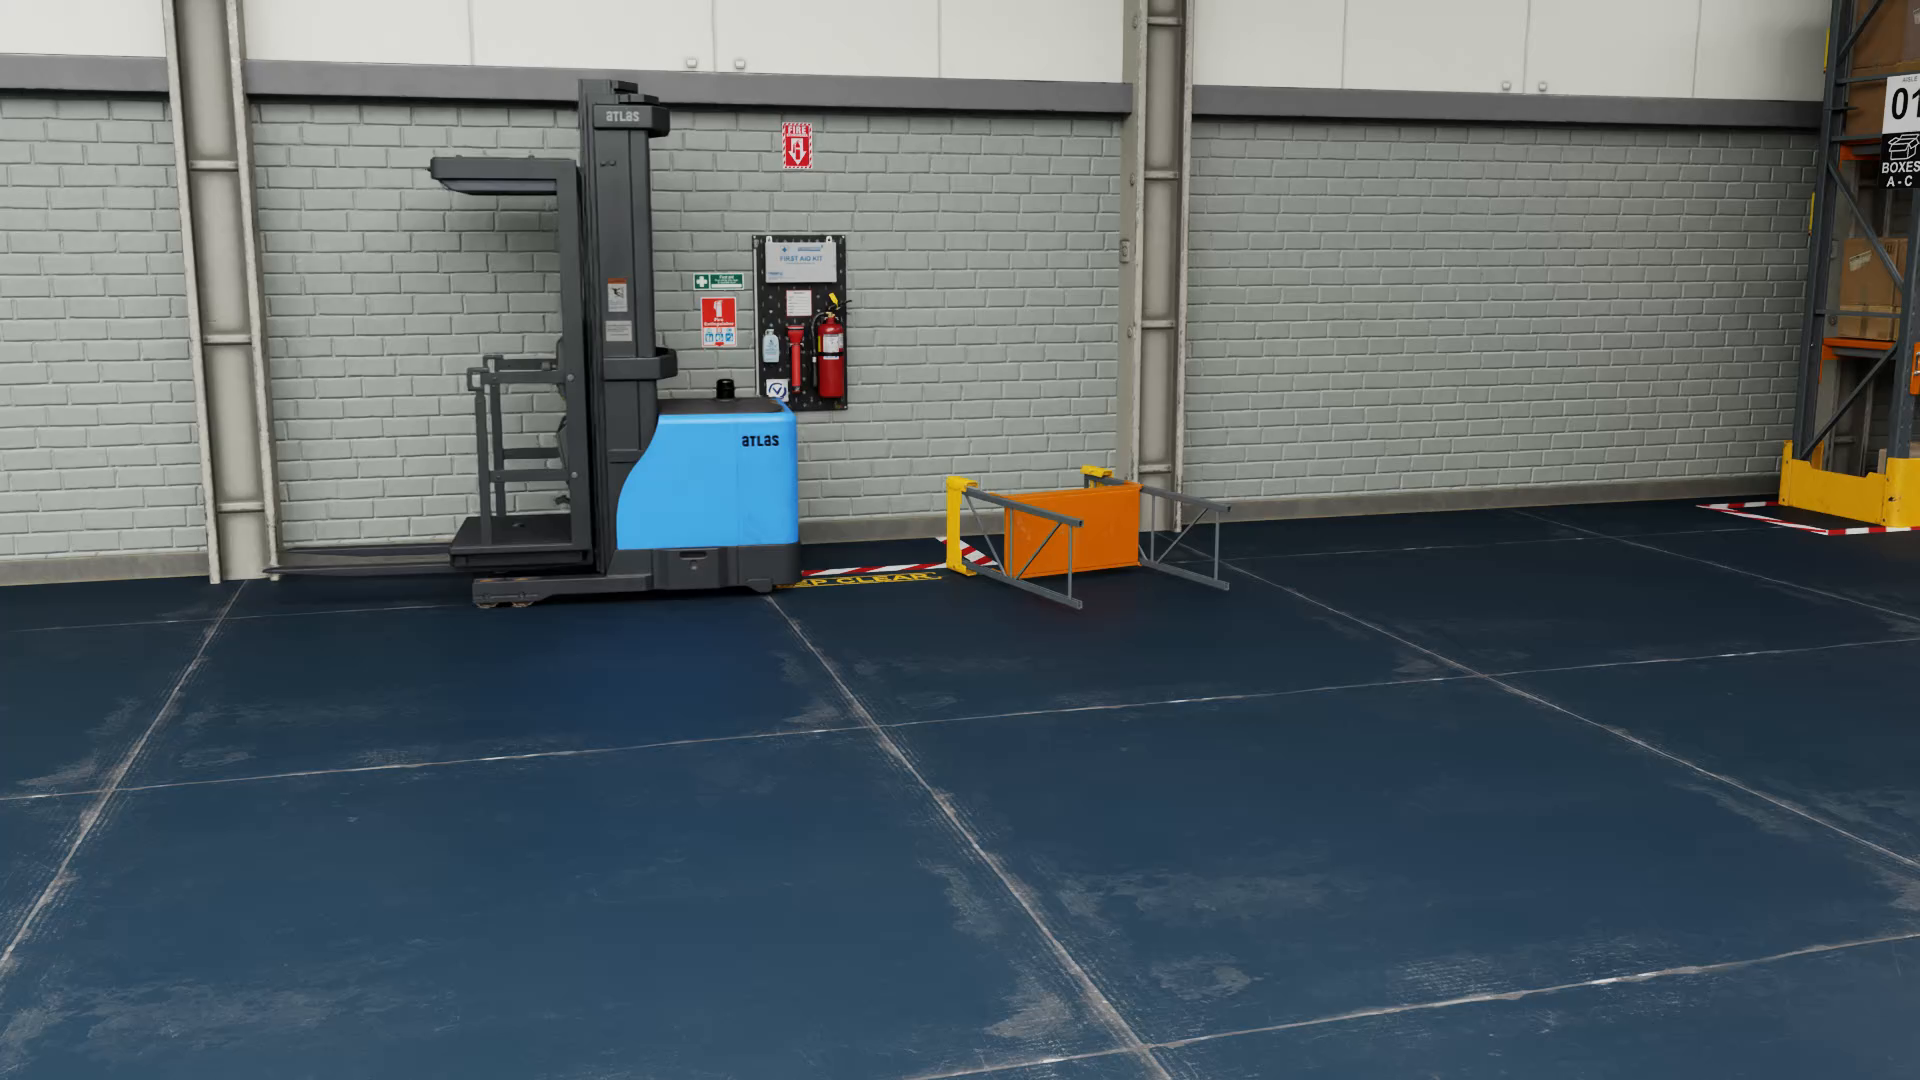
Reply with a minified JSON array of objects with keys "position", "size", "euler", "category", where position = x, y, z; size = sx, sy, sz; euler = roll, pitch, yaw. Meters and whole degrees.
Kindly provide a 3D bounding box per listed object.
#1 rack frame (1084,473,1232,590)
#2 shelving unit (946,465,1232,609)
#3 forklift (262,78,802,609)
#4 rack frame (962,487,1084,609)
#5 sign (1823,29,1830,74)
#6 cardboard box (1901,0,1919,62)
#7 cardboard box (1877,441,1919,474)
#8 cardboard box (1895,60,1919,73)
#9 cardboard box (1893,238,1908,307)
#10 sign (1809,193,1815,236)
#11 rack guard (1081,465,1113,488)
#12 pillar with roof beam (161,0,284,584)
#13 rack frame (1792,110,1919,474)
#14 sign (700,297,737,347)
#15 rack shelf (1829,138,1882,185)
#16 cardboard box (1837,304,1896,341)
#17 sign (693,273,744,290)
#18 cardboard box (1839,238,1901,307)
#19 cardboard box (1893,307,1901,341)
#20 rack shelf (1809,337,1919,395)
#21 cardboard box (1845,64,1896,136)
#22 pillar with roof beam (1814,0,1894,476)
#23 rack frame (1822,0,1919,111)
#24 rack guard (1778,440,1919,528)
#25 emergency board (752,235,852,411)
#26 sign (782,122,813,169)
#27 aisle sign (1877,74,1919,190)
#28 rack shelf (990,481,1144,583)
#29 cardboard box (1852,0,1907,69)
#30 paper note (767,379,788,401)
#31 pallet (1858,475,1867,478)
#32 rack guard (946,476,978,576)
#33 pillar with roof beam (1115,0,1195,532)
[{"position":[1.188,-0.076,10.267],"size":[0.032,0.500,1.500],"euler":[-6,12,-28],"category":"rack frame"},{"position":[0.751,-0.032,10.029],"size":[1.083,0.587,1.500],"euler":[-6,12,-28],"category":"shelving unit"},{"position":[-2.504,-1.156,9.729],"size":[3.031,2.935,1.130],"euler":[-2,11,-11],"category":"forklift"},{"position":[0.299,0.014,9.782],"size":[0.032,0.500,1.500],"euler":[-6,12,-28],"category":"rack frame"},{"position":[6.545,-3.676,12.501],"size":[0.005,0.325,0.100],"euler":[-3,11,-16],"category":"sign"},{"position":[7.119,-3.671,11.827],"size":[0.500,0.500,0.500],"euler":[-4,11,-20],"category":"cardboard box"},{"position":[7.371,-0.582,12.632],"size":[0.500,0.311,0.500],"euler":[-4,11,-22],"category":"cardboard box"},{"position":[7.072,-3.176,11.897],"size":[0.500,0.500,0.500],"euler":[-3,11,-14],"category":"cardboard box"},{"position":[7.224,-1.945,12.114],"size":[0.500,0.500,0.500],"euler":[-3,11,-16],"category":"cardboard box"},{"position":[6.545,-2.491,12.719],"size":[0.005,0.325,0.100],"euler":[-3,11,-16],"category":"sign"},{"position":[0.884,-0.178,10.803],"size":[0.087,0.587,0.250],"euler":[-6,12,-28],"category":"rack guard"},{"position":[-3.207,-3.449,5.425],"size":[0.400,9.000,9.100],"euler":[-3,11,-16],"category":"pillar with roof beam"},{"position":[6.681,-1.668,12.323],"size":[0.127,3.000,1.000],"euler":[-3,11,-16],"category":"rack frame"},{"position":[-1.592,-1.439,10.982],"size":[0.234,0.329,0.001],"euler":[-3,11,-16],"category":"sign"},{"position":[8.601,-2.891,12.666],"size":[4.000,0.370,1.077],"euler":[-3,11,-16],"category":"rack shelf"},{"position":[7.076,-1.662,12.646],"size":[0.500,0.250,0.500],"euler":[-3,11,-15],"category":"cardboard box"},{"position":[-1.586,-1.699,10.927],"size":[0.331,0.109,0.001],"euler":[-3,11,-16],"category":"sign"},{"position":[7.074,-2.034,12.597],"size":[0.500,0.500,0.500],"euler":[-3,11,-17],"category":"cardboard box"},{"position":[7.238,-1.574,12.169],"size":[0.500,0.250,0.500],"euler":[-3,11,-18],"category":"cardboard box"},{"position":[8.601,-1.416,12.938],"size":[4.000,0.370,1.077],"euler":[-3,11,-16],"category":"rack shelf"},{"position":[7.011,-3.268,12.394],"size":[0.500,0.500,0.500],"euler":[-2,11,-12],"category":"cardboard box"},{"position":[8.315,-4.056,8.724],"size":[0.400,9.000,9.100],"euler":[-3,11,-16],"category":"pillar with roof beam"},{"position":[6.681,-4.619,11.780],"size":[0.127,3.000,1.000],"euler":[-3,11,-16],"category":"rack frame"},{"position":[6.754,-0.443,12.570],"size":[0.348,0.500,1.175],"euler":[-3,11,-16],"category":"rack guard"},{"position":[-1.033,-1.432,11.040],"size":[0.643,1.169,0.194],"euler":[-3,11,-16],"category":"emergency board"},{"position":[-1.068,-2.589,10.922],"size":[0.199,0.298,0.001],"euler":[-3,11,-16],"category":"sign"},{"position":[6.696,-2.891,11.785],"size":[0.004,0.787,0.394],"euler":[-3,11,-16],"category":"aisle sign"},{"position":[0.656,-0.060,10.179],"size":[1.000,0.538,0.185],"euler":[-6,12,-28],"category":"rack shelf"},{"position":[7.022,-3.761,12.316],"size":[0.500,0.500,0.500],"euler":[-3,11,-13],"category":"cardboard box"},{"position":[-1.222,-1.002,11.136],"size":[0.142,0.148,0.016],"euler":[-3,11,-16],"category":"paper note"},{"position":[7.544,-0.336,12.786],"size":[1.213,0.211,1.003],"euler":[-3,11,-16],"category":"pallet"},{"position":[0.013,-0.090,10.329],"size":[0.087,0.587,0.250],"euler":[-6,12,-28],"category":"rack guard"},{"position":[2.554,-3.752,7.075],"size":[0.400,9.000,9.100],"euler":[-3,11,-16],"category":"pillar with roof beam"}]
